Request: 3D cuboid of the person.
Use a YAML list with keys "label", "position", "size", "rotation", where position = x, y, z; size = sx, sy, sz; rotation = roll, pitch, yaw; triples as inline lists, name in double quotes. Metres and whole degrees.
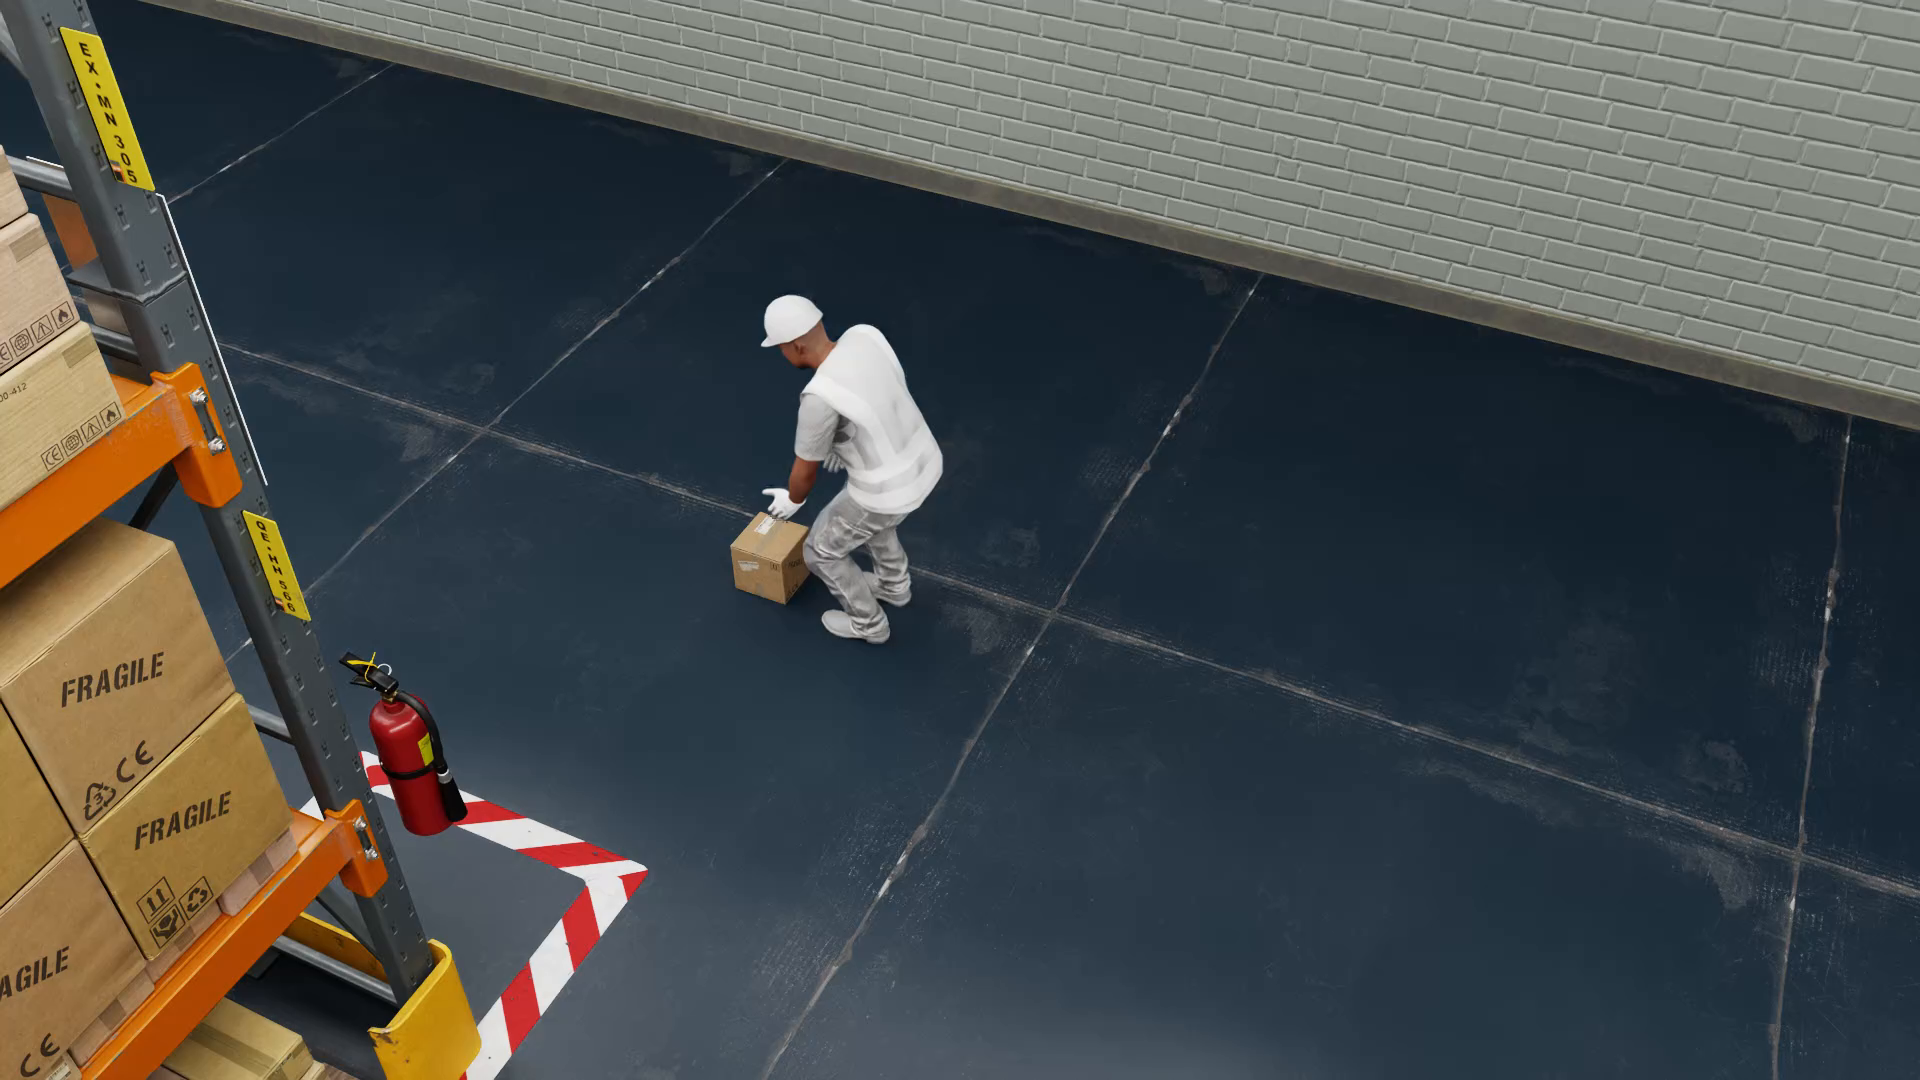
- label: "person"
  position: [-0.430, -0.256, 6.607]
  size: [0.674, 1.552, 0.606]
  rotation: [18, 45, 19]
